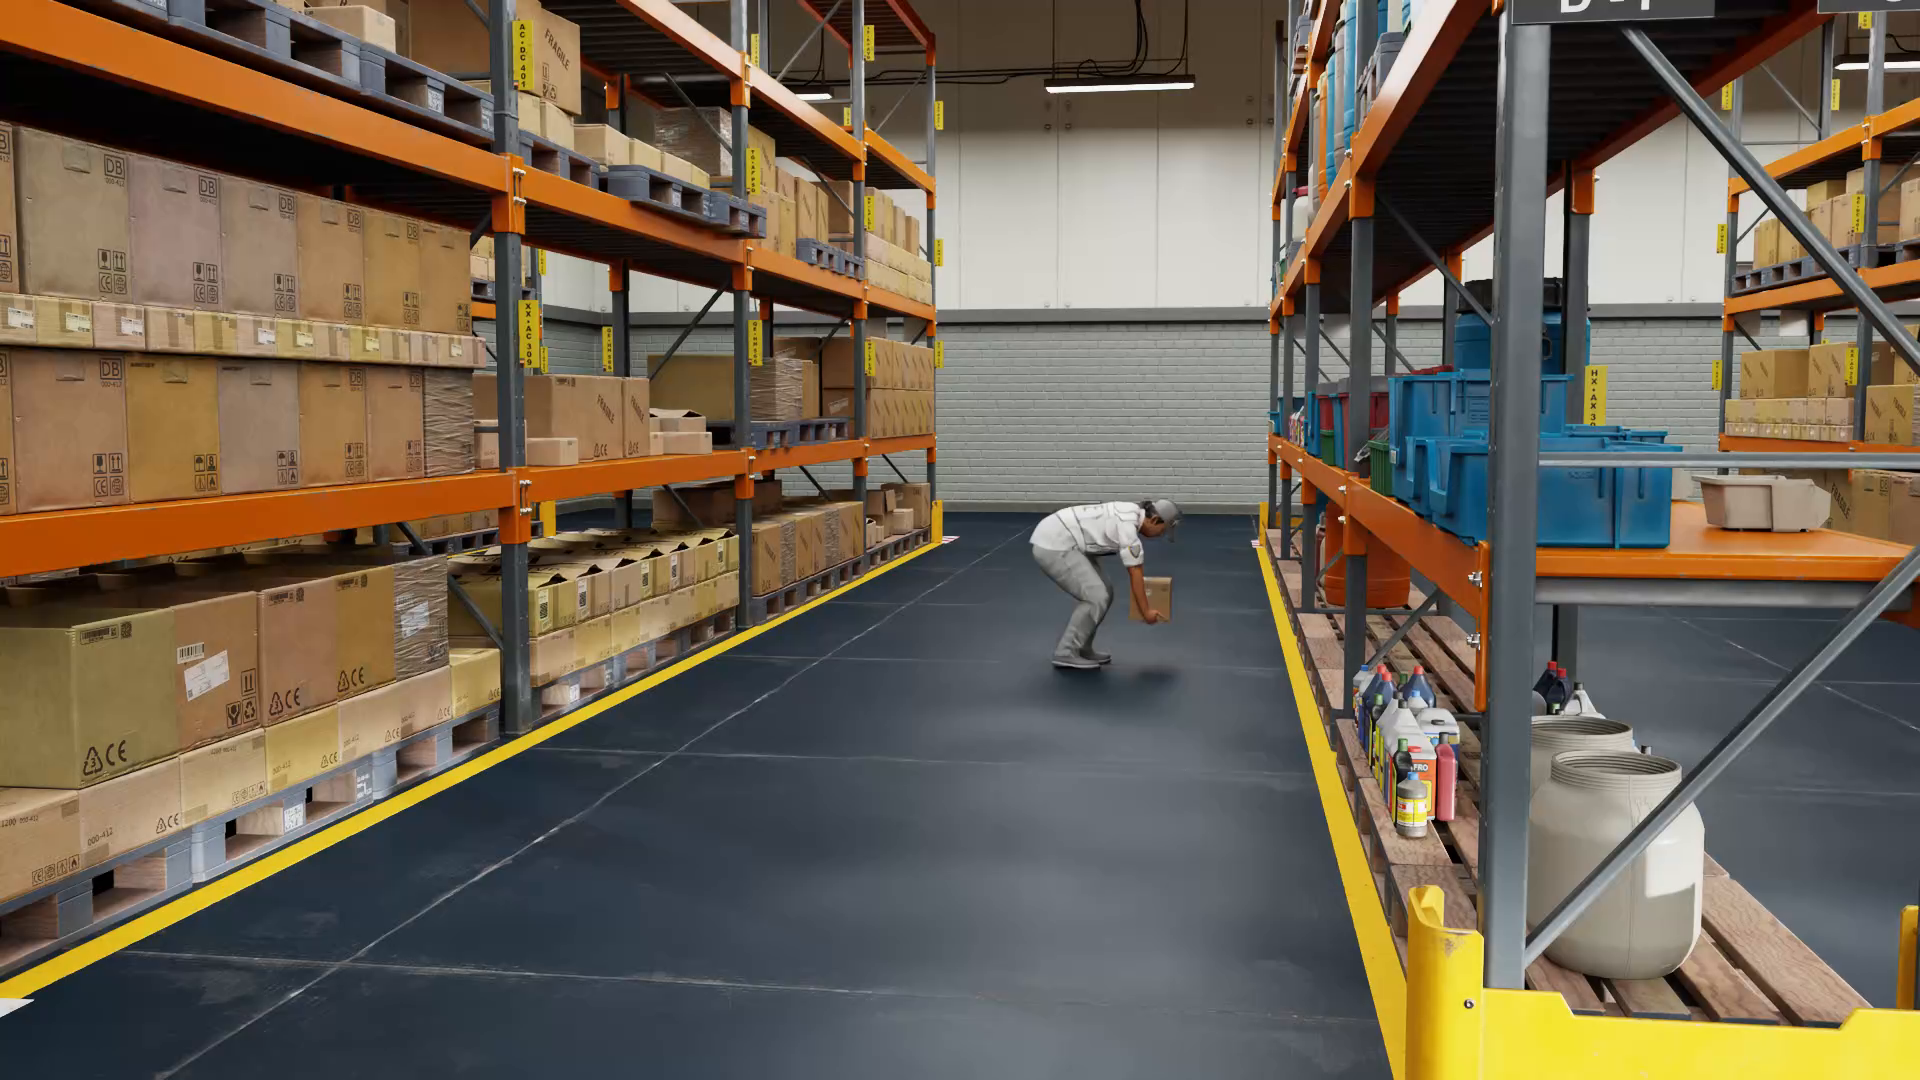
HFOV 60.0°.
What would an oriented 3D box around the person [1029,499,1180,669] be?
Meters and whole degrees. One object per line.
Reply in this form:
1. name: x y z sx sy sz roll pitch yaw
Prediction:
1. person: 0.904 0.268 10.431 0.936 1.049 0.481 0 5 6
